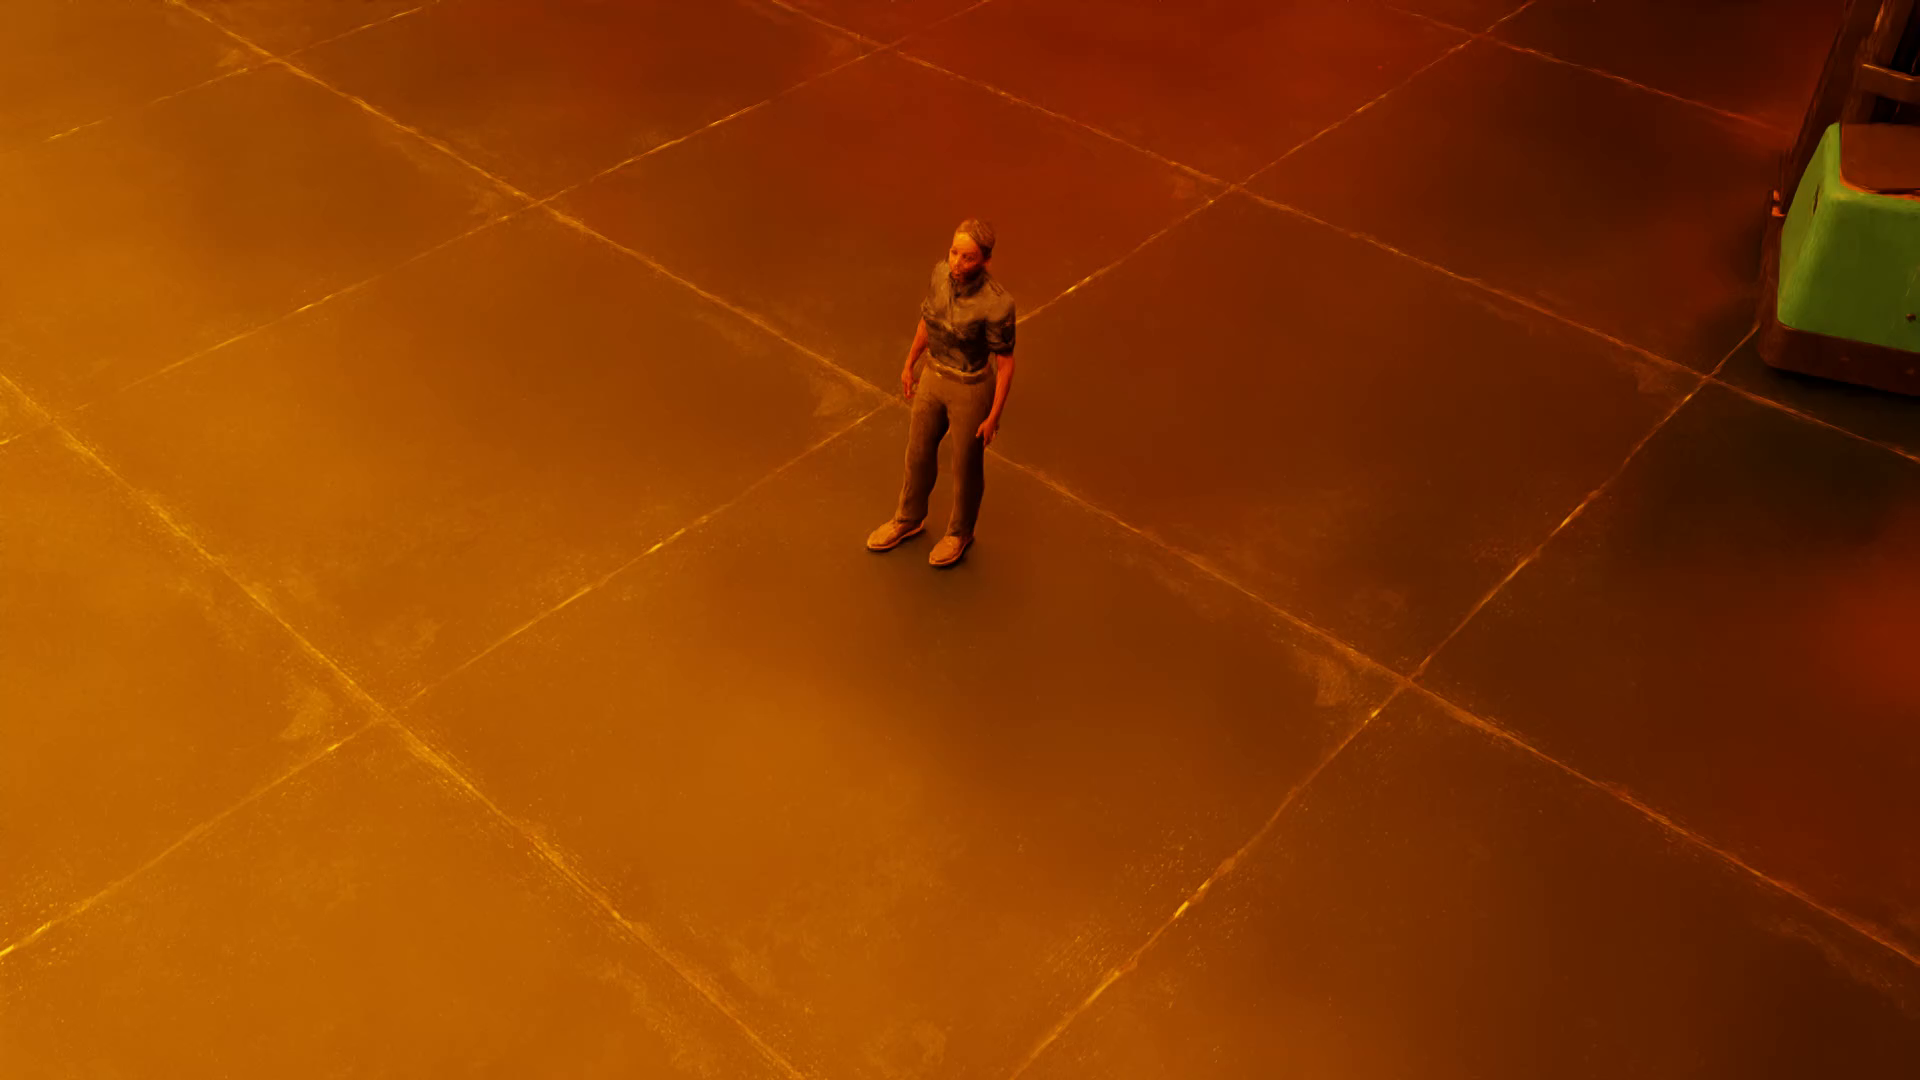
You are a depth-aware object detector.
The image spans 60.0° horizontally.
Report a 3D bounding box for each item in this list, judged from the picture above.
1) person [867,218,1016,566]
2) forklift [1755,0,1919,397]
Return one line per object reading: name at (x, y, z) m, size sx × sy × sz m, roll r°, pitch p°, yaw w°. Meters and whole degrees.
person at (-0.074, -0.595, 7.100) m, size 0.570 × 1.642 × 0.503 m, roll 31°, pitch 49°, yaw 31°
forklift at (5.206, -2.750, 8.634) m, size 1.130 × 2.935 × 3.031 m, roll 15°, pitch 43°, yaw 17°
